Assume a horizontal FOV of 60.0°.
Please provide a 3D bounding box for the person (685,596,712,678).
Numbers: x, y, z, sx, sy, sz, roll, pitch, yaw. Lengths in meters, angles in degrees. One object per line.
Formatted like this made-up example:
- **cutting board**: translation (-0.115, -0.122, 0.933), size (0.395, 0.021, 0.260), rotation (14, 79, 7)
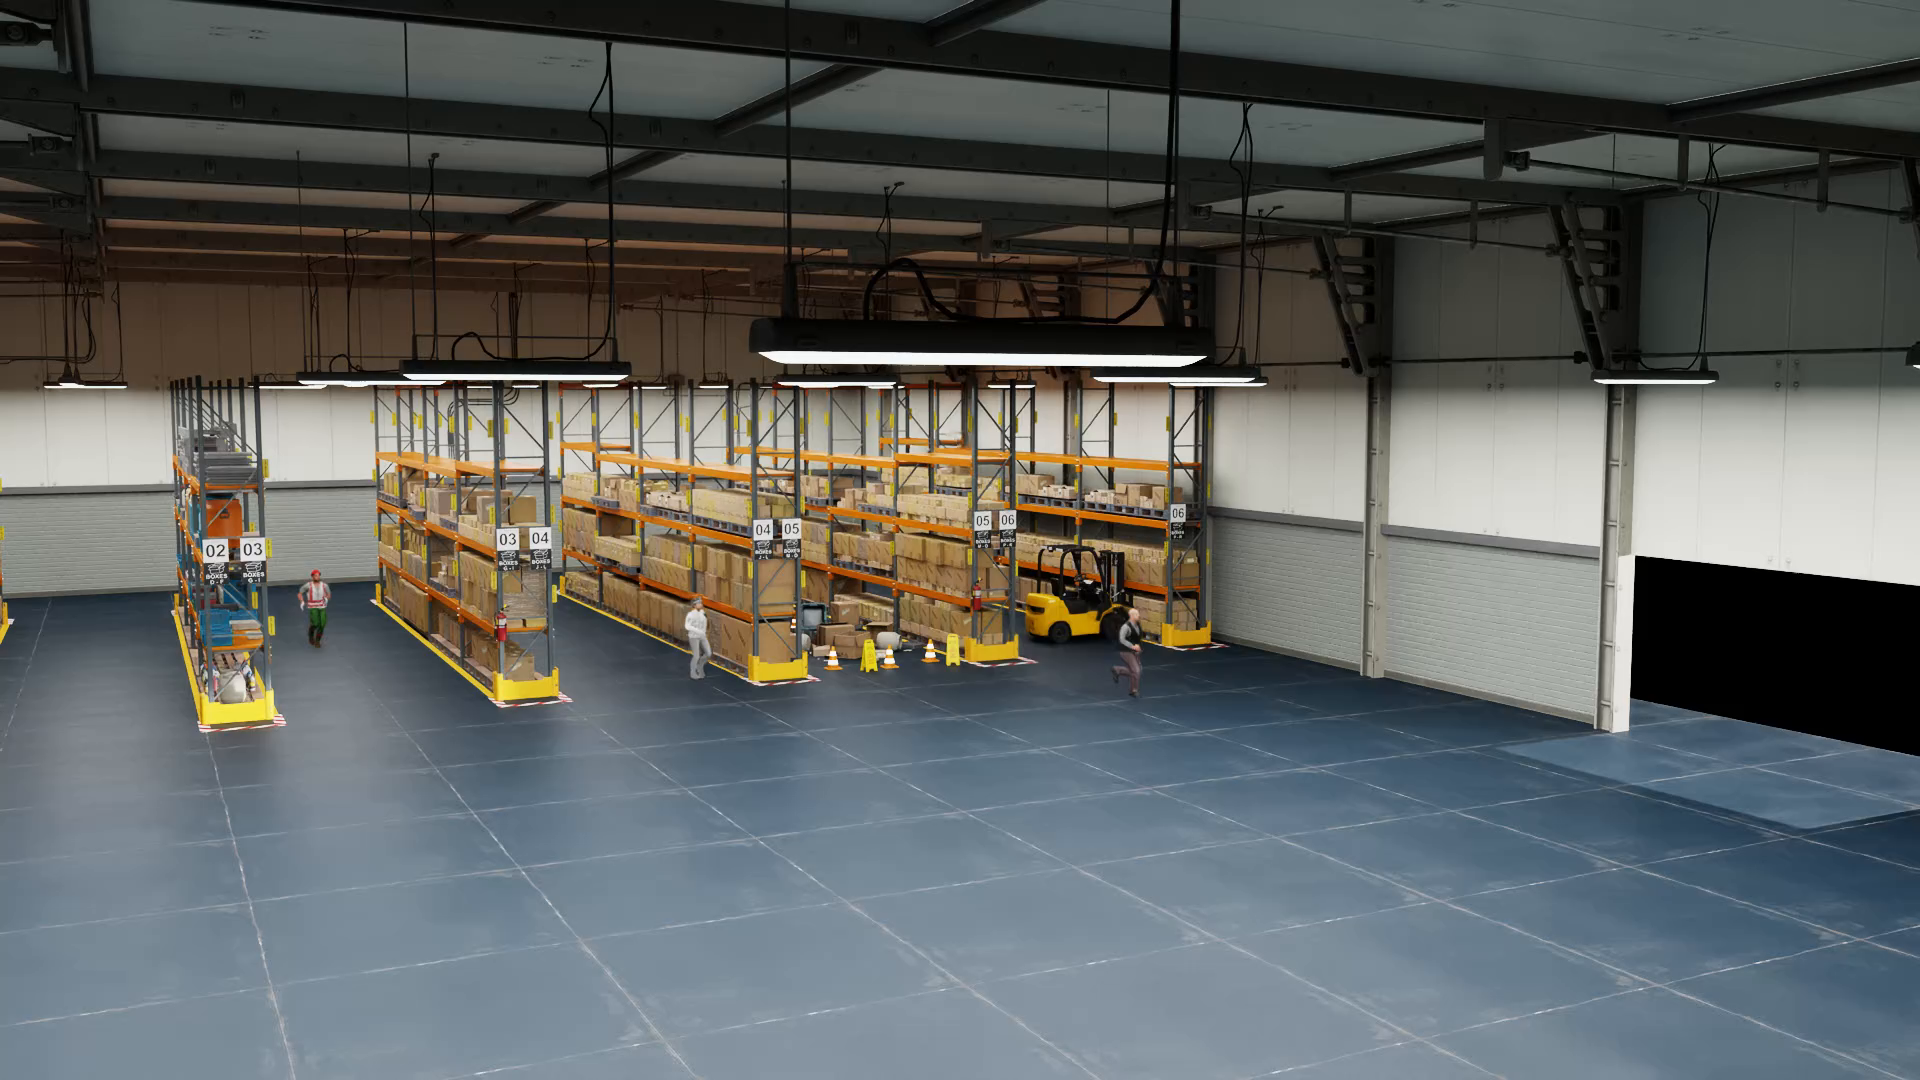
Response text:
- **person**: translation (-5.191, 1.949, 33.073), size (0.597, 1.657, 0.618), rotation (5, 7, 44)

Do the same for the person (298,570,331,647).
- **person**: translation (-14.368, 1.535, 37.178), size (0.664, 1.739, 0.603), rotation (-4, 7, -39)

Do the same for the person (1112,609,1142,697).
- **person**: translation (3.163, 2.123, 31.355), size (0.703, 1.684, 0.688), rotation (3, 6, 34)
